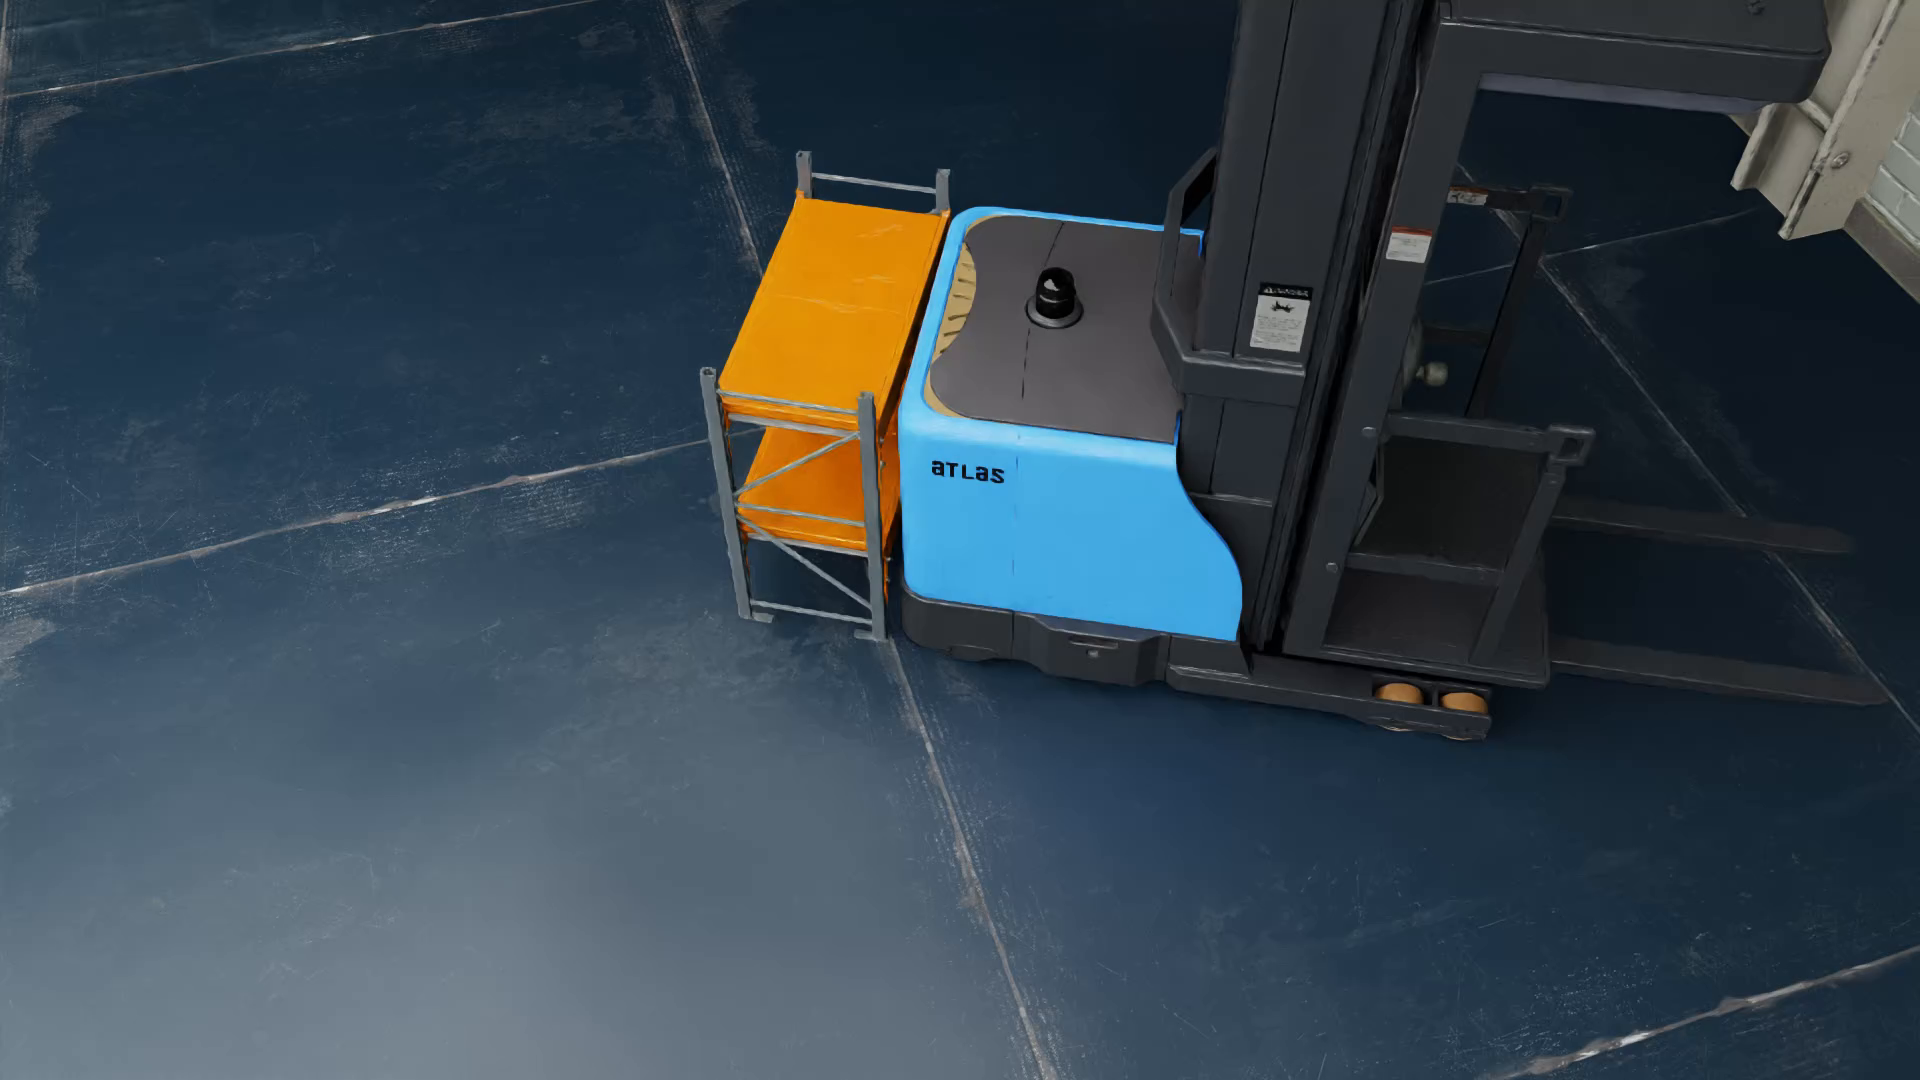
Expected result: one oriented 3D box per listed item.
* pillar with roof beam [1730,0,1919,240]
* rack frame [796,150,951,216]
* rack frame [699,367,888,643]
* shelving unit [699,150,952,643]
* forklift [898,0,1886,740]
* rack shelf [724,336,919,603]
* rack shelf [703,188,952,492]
[{"bbox_3d":[-0.659,-3.327,2.669,9.100,9.000,0.400,-13,51,-11],"label":"pillar with roof beam"},{"bbox_3d":[-0.277,-0.837,5.720,0.500,1.125,0.032,9,50,8],"label":"rack frame"},{"bbox_3d":[-0.486,-0.076,5.078,0.500,1.125,0.032,9,50,8],"label":"rack frame"},{"bbox_3d":[-0.381,-0.456,5.399,0.538,1.125,1.048,9,50,8],"label":"shelving unit"},{"bbox_3d":[1.376,-0.759,4.473,3.031,2.935,1.130,8,50,6],"label":"forklift"},{"bbox_3d":[-0.381,-0.299,5.586,0.538,0.278,1.000,9,50,8],"label":"rack shelf"},{"bbox_3d":[-0.381,-0.645,5.175,0.538,0.278,1.000,9,50,8],"label":"rack shelf"}]
